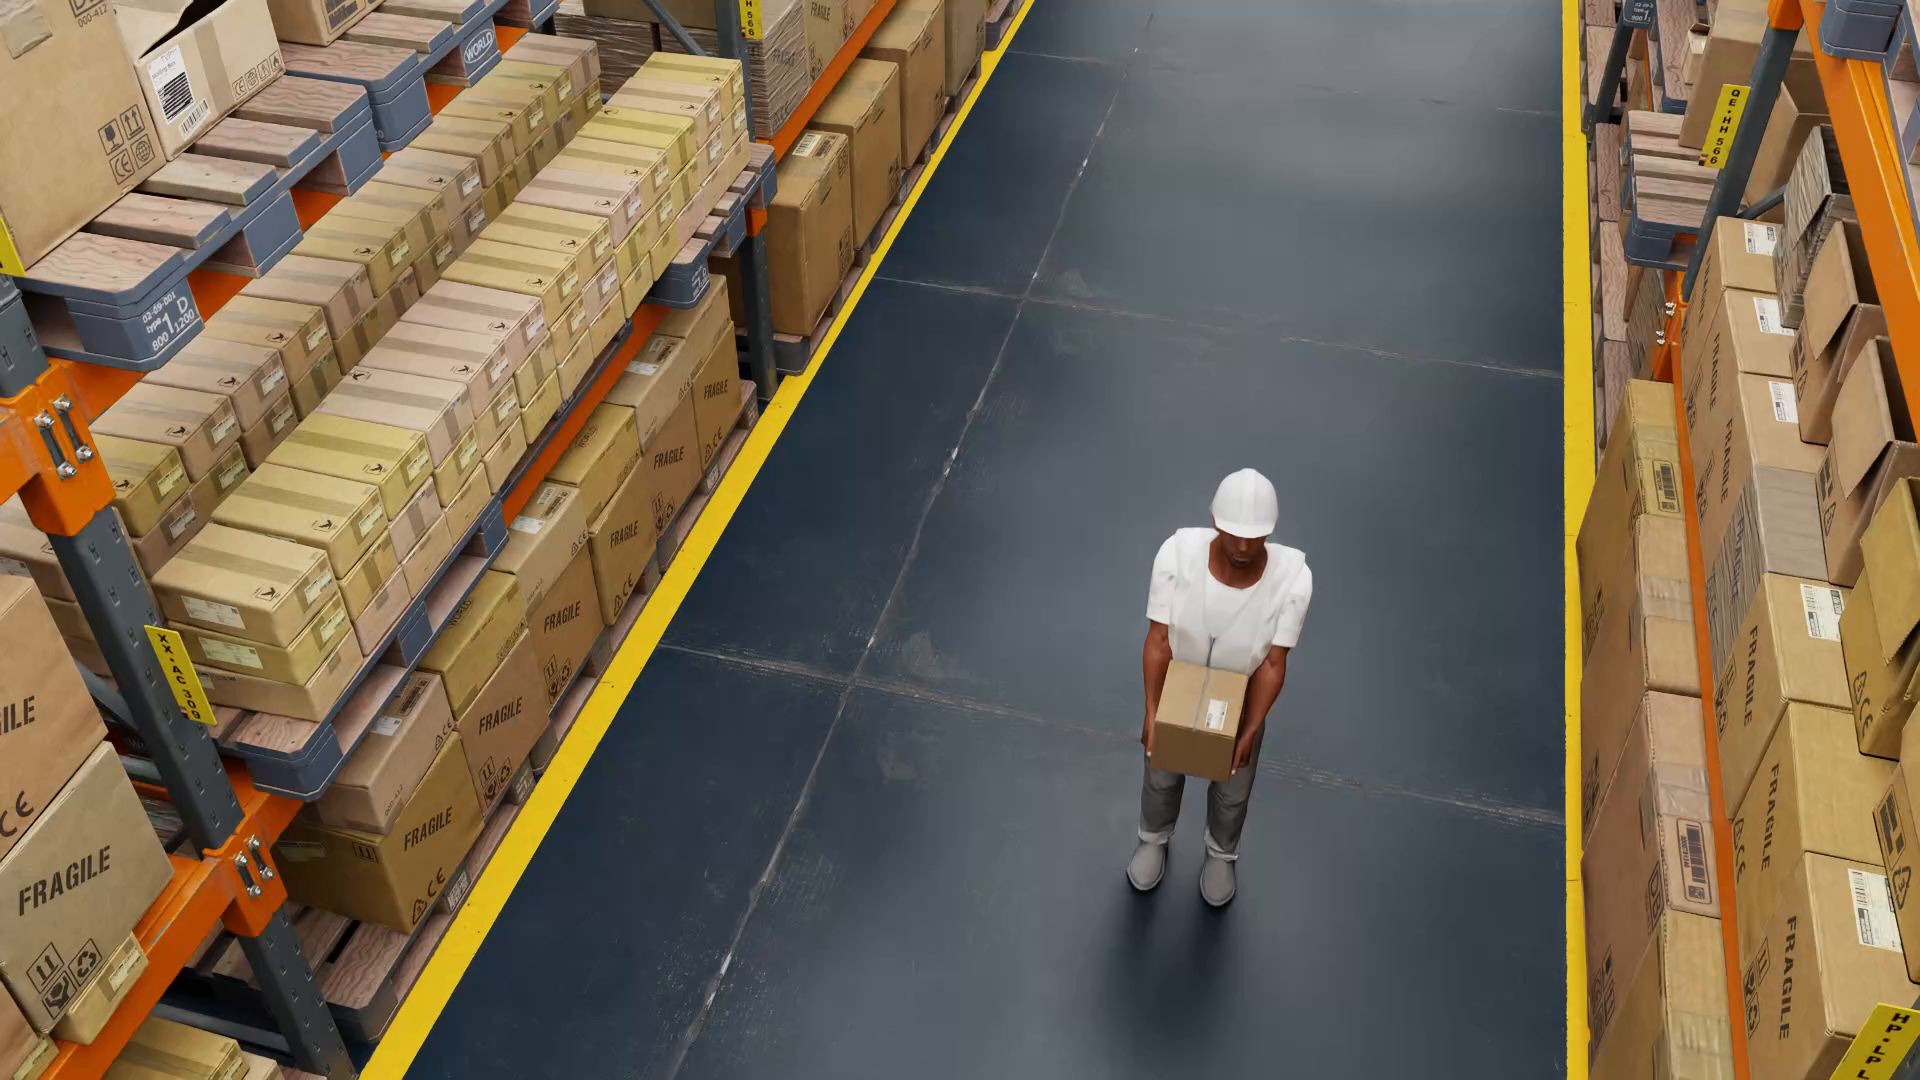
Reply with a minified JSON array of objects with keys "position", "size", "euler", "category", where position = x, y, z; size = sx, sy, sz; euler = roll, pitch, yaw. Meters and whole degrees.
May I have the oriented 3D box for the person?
[{"position":[0.822,0.574,5.479],"size":[0.503,1.760,0.576],"euler":[11,42,12],"category":"person"}]
